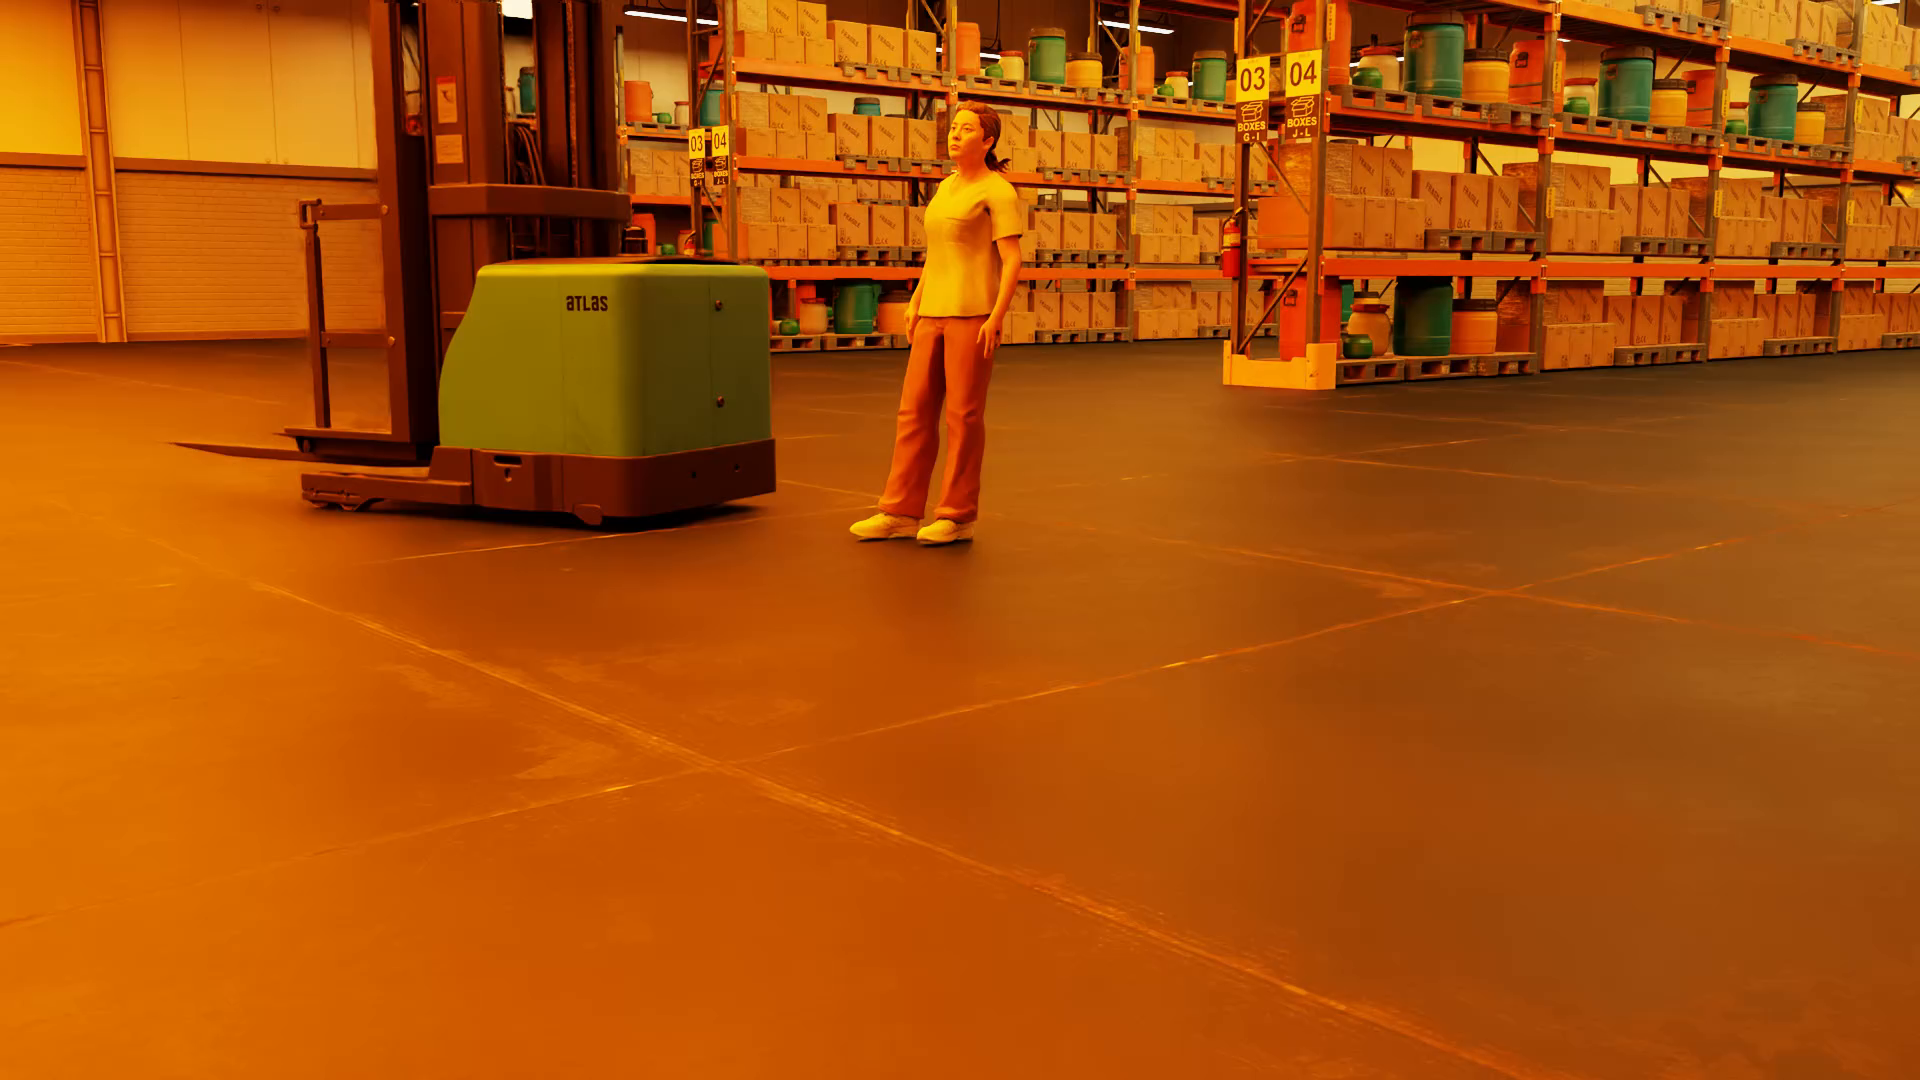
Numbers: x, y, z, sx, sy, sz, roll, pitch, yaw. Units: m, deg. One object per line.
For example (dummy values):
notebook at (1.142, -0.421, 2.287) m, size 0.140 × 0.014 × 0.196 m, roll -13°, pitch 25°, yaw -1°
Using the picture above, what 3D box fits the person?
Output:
person at (-0.064, -0.829, 6.371) m, size 0.548 × 1.673 × 0.553 m, roll -8°, pitch 12°, yaw -40°

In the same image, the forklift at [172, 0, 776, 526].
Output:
forklift at (-2.375, -1.641, 7.561) m, size 3.031 × 2.935 × 1.130 m, roll 5°, pitch 10°, yaw 28°
